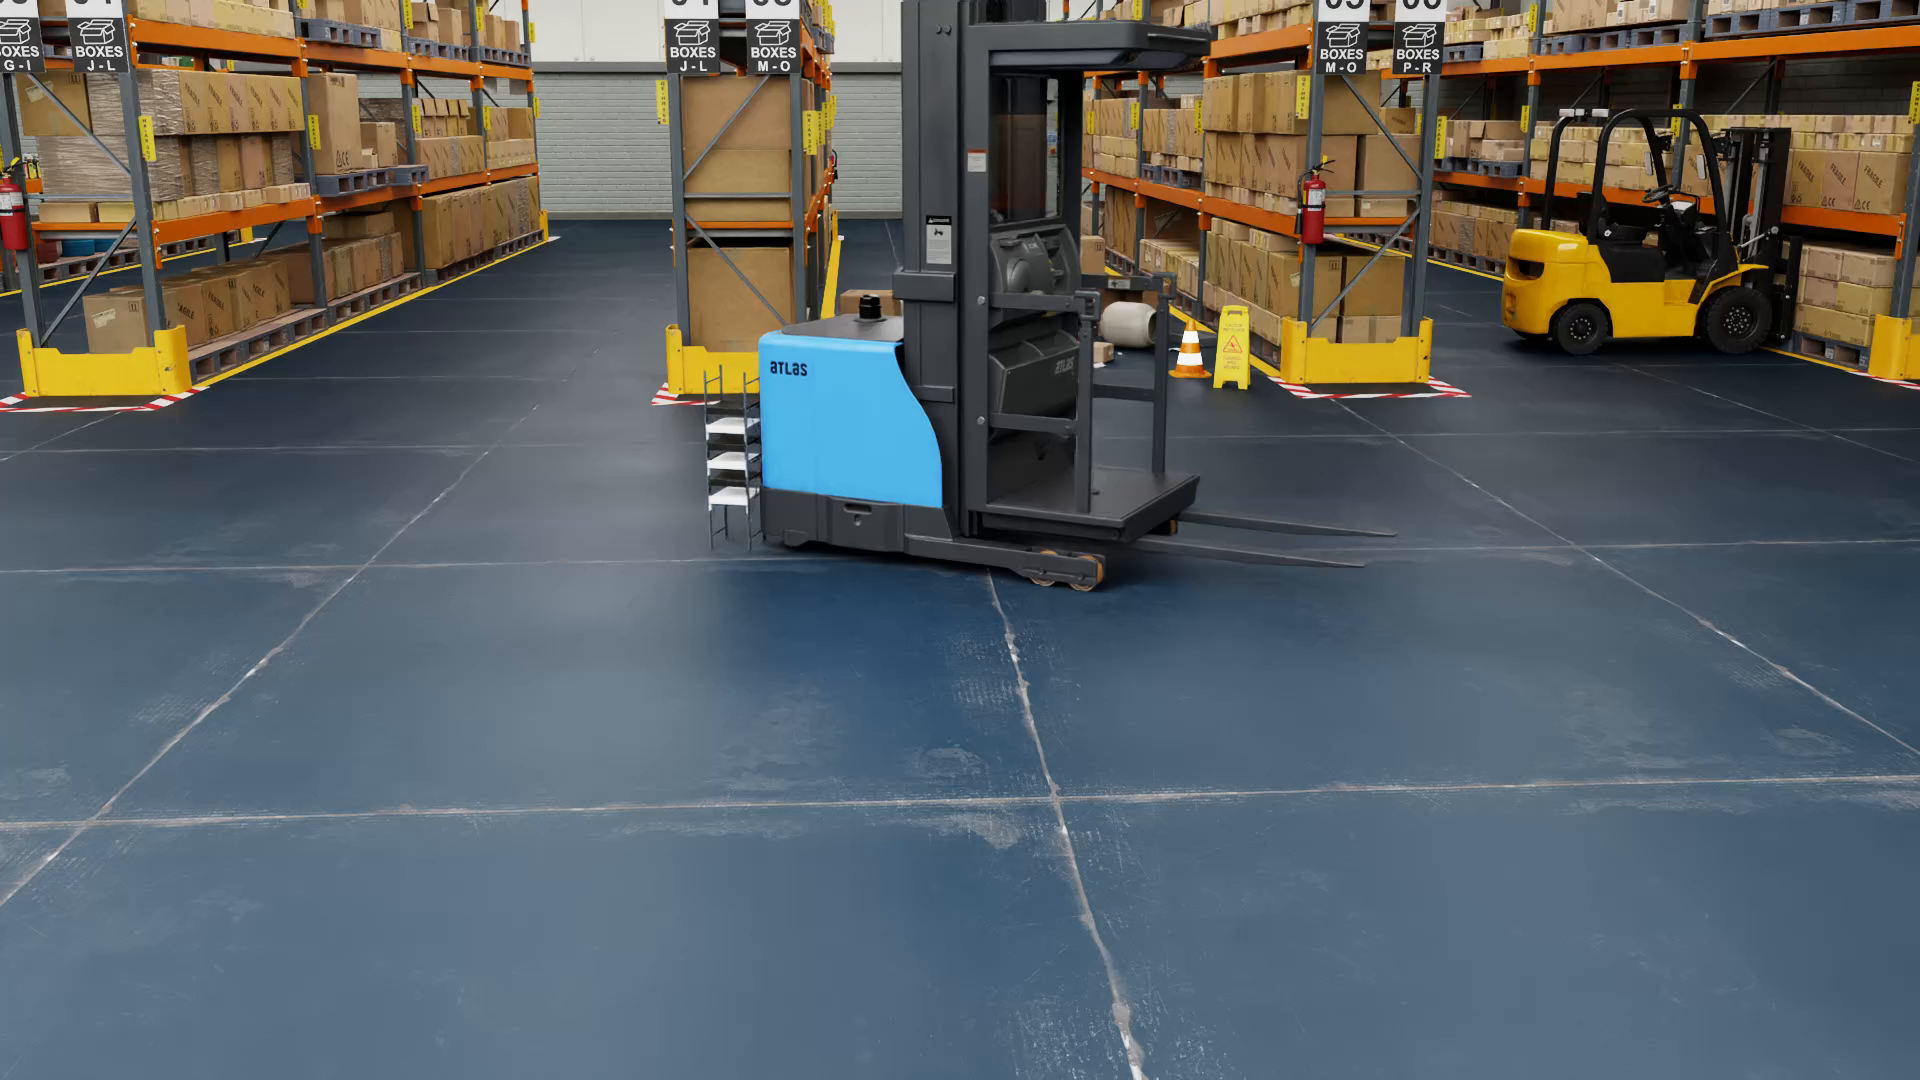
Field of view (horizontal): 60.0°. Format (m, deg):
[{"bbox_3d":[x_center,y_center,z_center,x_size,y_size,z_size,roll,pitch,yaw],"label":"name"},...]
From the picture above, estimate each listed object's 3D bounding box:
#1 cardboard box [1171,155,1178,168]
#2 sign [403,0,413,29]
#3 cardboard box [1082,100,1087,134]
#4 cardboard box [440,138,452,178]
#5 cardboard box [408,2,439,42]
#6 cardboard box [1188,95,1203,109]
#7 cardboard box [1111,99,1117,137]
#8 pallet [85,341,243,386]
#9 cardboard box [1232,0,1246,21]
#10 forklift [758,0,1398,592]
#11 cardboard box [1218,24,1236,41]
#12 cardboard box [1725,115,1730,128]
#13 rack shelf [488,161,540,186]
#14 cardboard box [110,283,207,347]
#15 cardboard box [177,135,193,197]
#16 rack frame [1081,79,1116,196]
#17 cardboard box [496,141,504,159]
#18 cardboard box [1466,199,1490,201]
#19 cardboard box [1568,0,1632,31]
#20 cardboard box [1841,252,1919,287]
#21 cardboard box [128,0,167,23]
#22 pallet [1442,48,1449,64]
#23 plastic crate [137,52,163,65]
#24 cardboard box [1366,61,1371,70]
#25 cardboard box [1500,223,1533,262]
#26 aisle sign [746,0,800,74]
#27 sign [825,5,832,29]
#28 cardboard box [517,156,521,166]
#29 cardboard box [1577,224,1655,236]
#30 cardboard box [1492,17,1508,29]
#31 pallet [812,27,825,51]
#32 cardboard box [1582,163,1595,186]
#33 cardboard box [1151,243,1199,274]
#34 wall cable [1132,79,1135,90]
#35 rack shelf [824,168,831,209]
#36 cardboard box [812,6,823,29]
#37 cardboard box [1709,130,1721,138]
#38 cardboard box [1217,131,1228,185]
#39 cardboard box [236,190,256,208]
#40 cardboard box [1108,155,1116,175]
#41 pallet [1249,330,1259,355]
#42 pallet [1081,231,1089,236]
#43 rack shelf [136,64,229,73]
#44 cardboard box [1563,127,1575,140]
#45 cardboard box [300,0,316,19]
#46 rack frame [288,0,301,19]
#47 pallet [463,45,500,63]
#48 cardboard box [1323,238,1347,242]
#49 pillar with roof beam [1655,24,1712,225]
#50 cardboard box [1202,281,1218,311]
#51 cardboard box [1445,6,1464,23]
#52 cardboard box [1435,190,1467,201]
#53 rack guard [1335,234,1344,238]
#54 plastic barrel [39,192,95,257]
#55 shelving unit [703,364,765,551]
[{"bbox_3d":[2.623,-4.331,19.000,0.380,0.149,0.250,0,14,-2],"label":"cardboard box"},{"bbox_3d":[-6.612,-6.293,19.909,0.100,0.325,0.005,-1,14,-3],"label":"sign"},{"bbox_3d":[2.161,-6.502,25.571,0.500,0.500,0.500,-1,14,-4],"label":"cardboard box"},{"bbox_3d":[-6.982,-5.012,21.784,0.500,0.500,0.500,-1,14,-4],"label":"cardboard box"},{"bbox_3d":[-7.302,-6.796,21.851,0.797,0.503,0.637,-1,14,-4],"label":"cardboard box"},{"bbox_3d":[2.675,-4.733,17.960,0.380,0.149,0.250,-1,14,-5],"label":"cardboard box"},{"bbox_3d":[2.355,-5.770,22.724,0.500,0.500,0.500,-1,14,-4],"label":"cardboard box"},{"bbox_3d":[-6.678,-1.464,13.792,1.003,0.211,1.213,-1,14,-3],"label":"pallet"},{"bbox_3d":[2.798,-4.898,15.228,0.500,0.250,0.500,-1,14,-3],"label":"cardboard box"},{"bbox_3d":[0.545,-1.333,7.826,3.031,2.935,1.130,7,16,26],"label":"forklift"},{"bbox_3d":[2.717,-4.924,16.130,0.380,0.149,0.250,-1,14,-3],"label":"cardboard box"},{"bbox_3d":[7.793,-4.114,16.397,0.380,0.149,0.250,-1,14,-4],"label":"cardboard box"},{"bbox_3d":[-7.526,-5.726,26.206,1.077,0.370,4.000,-1,14,-3],"label":"rack shelf"},{"bbox_3d":[-6.752,-1.889,14.024,0.500,0.500,0.500,3,15,11],"label":"cardboard box"},{"bbox_3d":[-6.816,-3.045,13.544,0.875,0.500,0.500,-1,14,-3],"label":"cardboard box"},{"bbox_3d":[2.241,-6.725,28.644,1.000,3.000,0.127,-1,14,-3],"label":"rack frame"},{"bbox_3d":[-7.196,-5.893,25.116,0.500,0.250,0.500,-1,14,-4],"label":"cardboard box"},{"bbox_3d":[7.753,-5.028,24.919,0.380,0.149,0.250,-1,15,-6],"label":"cardboard box"},{"bbox_3d":[7.623,-6.258,19.565,0.700,0.500,0.500,-1,14,-5],"label":"cardboard box"},{"bbox_3d":[7.847,-2.289,14.072,0.500,0.250,0.500,0,14,-2],"label":"cardboard box"},{"bbox_3d":[-6.430,-4.097,12.710,0.500,0.250,0.500,0,14,-2],"label":"cardboard box"},{"bbox_3d":[7.413,-7.006,24.094,1.213,0.211,1.003,-1,14,-3],"label":"pallet"},{"bbox_3d":[-12.149,-7.203,24.746,0.497,0.269,0.590,-1,14,-3],"label":"plastic crate"},{"bbox_3d":[6.937,-7.858,27.533,0.380,0.149,0.250,-1,14,-2],"label":"cardboard box"},{"bbox_3d":[7.450,-3.908,21.868,0.500,0.500,0.500,0,14,-2],"label":"cardboard box"},{"bbox_3d":[-1.398,-3.890,12.410,0.394,0.787,0.004,-1,14,-3],"label":"aisle sign"},{"bbox_3d":[-1.892,-7.532,23.933,0.100,0.325,0.005,-1,14,-3],"label":"sign"},{"bbox_3d":[-7.218,-6.048,26.519,0.380,0.149,0.250,-1,14,-3],"label":"cardboard box"},{"bbox_3d":[7.806,-3.381,19.571,0.875,0.625,0.625,-1,15,-6],"label":"cardboard box"},{"bbox_3d":[7.312,-6.871,22.096,0.380,0.149,0.250,-1,14,-5],"label":"cardboard box"},{"bbox_3d":[-2.032,-5.558,18.467,1.003,0.211,1.213,0,14,-1],"label":"pallet"},{"bbox_3d":[7.570,-4.244,19.303,0.500,0.250,0.500,0,14,-2],"label":"cardboard box"},{"bbox_3d":[2.816,-3.342,19.927,0.950,0.372,0.625,-1,14,-5],"label":"cardboard box"},{"bbox_3d":[3.283,-8.644,34.063,0.588,1.984,0.122,-1,14,-3],"label":"wall cable"},{"bbox_3d":[-2.321,-4.783,22.540,1.077,0.370,4.000,-1,14,-3],"label":"rack shelf"},{"bbox_3d":[-1.833,-6.040,19.097,0.500,0.311,0.500,-1,14,-3],"label":"cardboard box"},{"bbox_3d":[7.713,-4.033,16.679,0.380,0.149,0.250,-1,14,-2],"label":"cardboard box"},{"bbox_3d":[2.788,-3.695,16.070,0.500,0.500,0.500,-1,14,-4],"label":"cardboard box"},{"bbox_3d":[-6.521,-3.044,14.841,0.380,0.149,0.250,-1,14,-3],"label":"cardboard box"},{"bbox_3d":[2.324,-5.163,22.875,0.500,0.250,0.500,-1,14,-4],"label":"cardboard box"},{"bbox_3d":[3.140,-1.920,15.563,1.003,0.211,1.213,-1,14,-3],"label":"pallet"},{"bbox_3d":[2.441,-4.874,27.047,1.003,0.211,1.213,-1,14,-3],"label":"pallet"},{"bbox_3d":[-12.469,-7.103,25.535,1.077,0.370,4.000,-1,14,-3],"label":"rack shelf"},{"bbox_3d":[7.505,-4.897,20.037,0.380,0.149,0.250,-1,14,-3],"label":"cardboard box"},{"bbox_3d":[-6.837,-5.412,16.472,0.797,0.503,0.637,-2,15,-6],"label":"cardboard box"},{"bbox_3d":[-6.906,-6.493,15.703,1.000,3.000,0.127,-1,14,-3],"label":"rack frame"},{"bbox_3d":[-7.442,-7.191,24.612,1.003,0.211,1.213,-1,14,-3],"label":"pallet"},{"bbox_3d":[3.355,-2.579,15.702,0.500,0.500,0.500,0,14,0],"label":"cardboard box"},{"bbox_3d":[4.374,-7.342,19.001,9.100,9.000,0.400,-1,14,-3],"label":"pillar with roof beam"},{"bbox_3d":[2.752,-2.462,16.749,0.500,0.250,0.500,-2,15,-6],"label":"cardboard box"},{"bbox_3d":[7.113,-7.655,24.271,0.396,0.266,0.258,-1,14,-4],"label":"cardboard box"},{"bbox_3d":[7.263,-5.102,24.610,0.380,0.149,0.250,-2,15,-6],"label":"cardboard box"},{"bbox_3d":[7.200,-5.573,29.184,1.175,0.500,0.348,-1,14,-3],"label":"rack guard"},{"bbox_3d":[-12.285,-4.376,22.884,0.600,0.901,0.708,-1,14,-3],"label":"plastic barrel"},{"bbox_3d":[-1.126,-0.413,8.327,0.210,0.900,0.258,3,15,12],"label":"shelving unit"}]
